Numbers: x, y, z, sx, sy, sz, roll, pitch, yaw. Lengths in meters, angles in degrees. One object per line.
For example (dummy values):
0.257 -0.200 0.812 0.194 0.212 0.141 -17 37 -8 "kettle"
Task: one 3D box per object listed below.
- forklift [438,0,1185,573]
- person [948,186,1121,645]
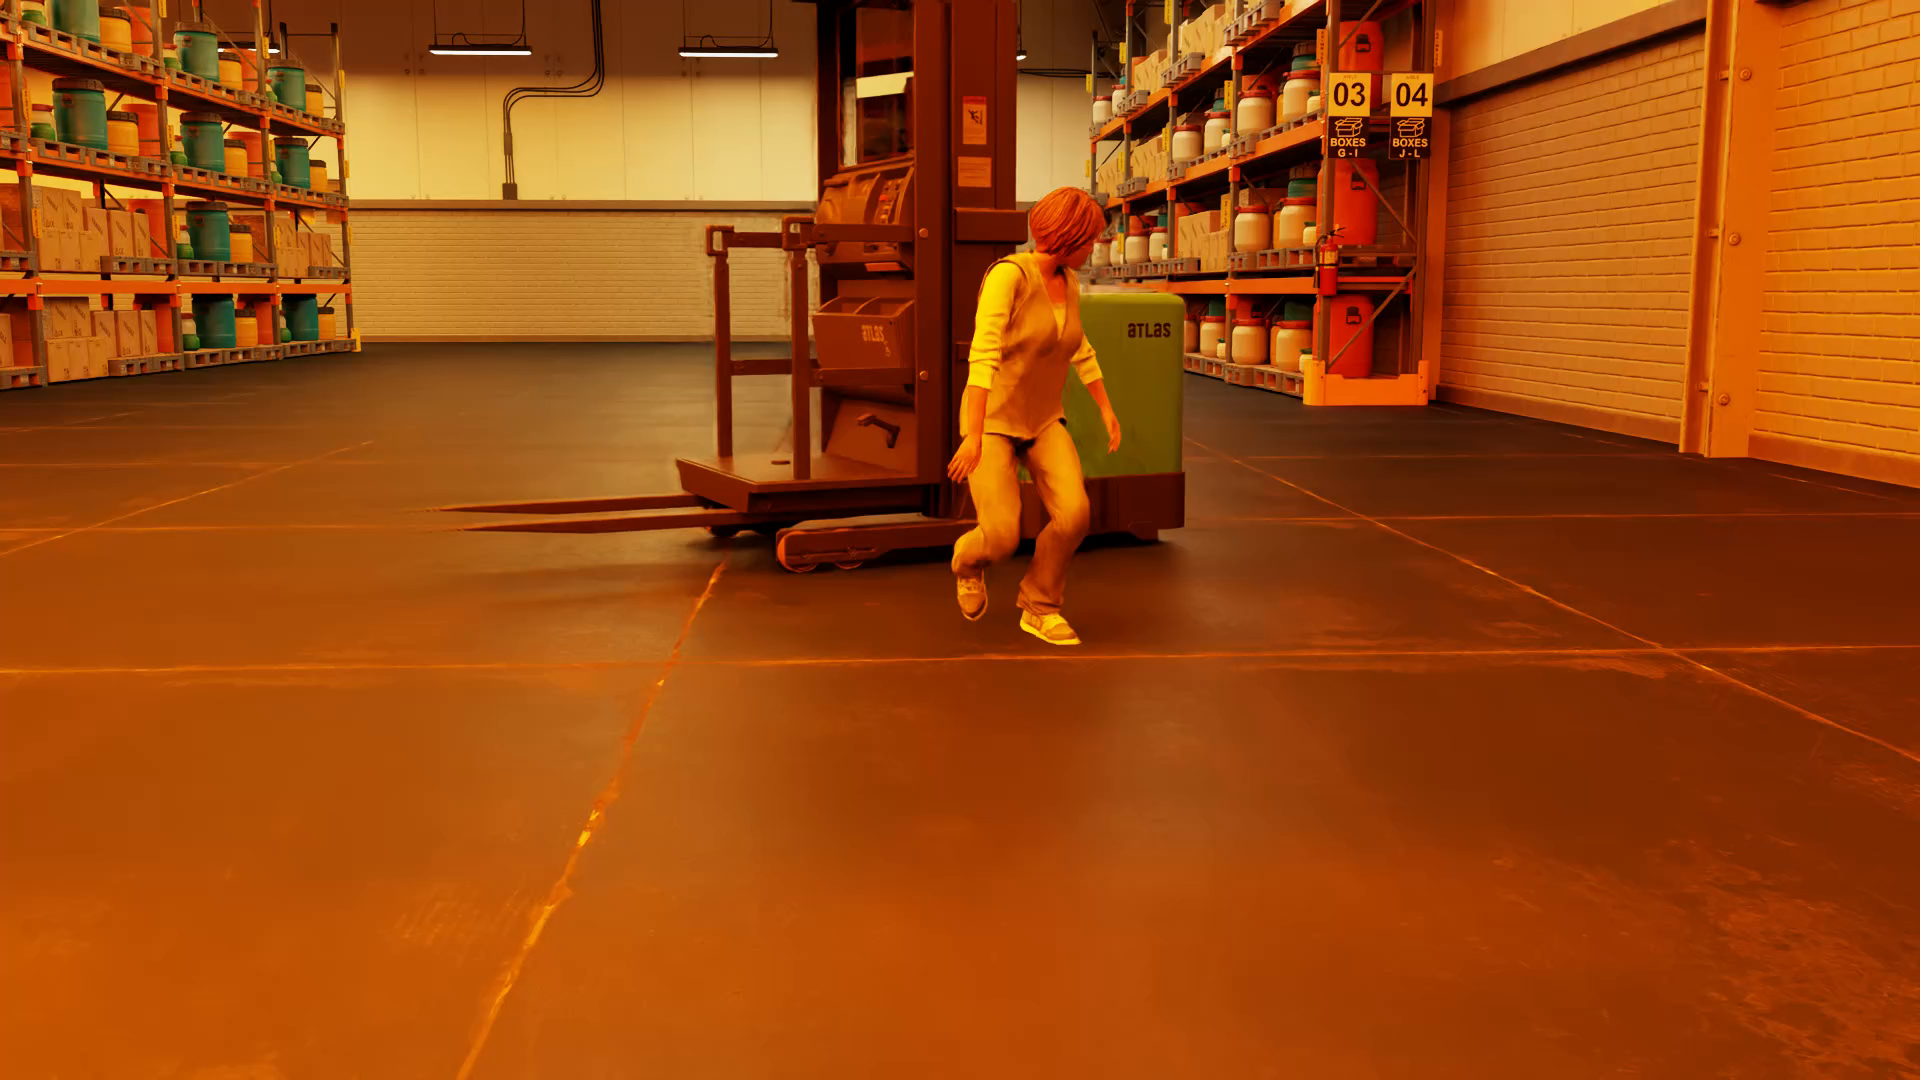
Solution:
-0.582 -1.409 6.823 3.031 2.935 1.130 -4 9 -25 "forklift"
0.177 -0.372 5.156 0.692 1.405 0.587 -5 10 -31 "person"
